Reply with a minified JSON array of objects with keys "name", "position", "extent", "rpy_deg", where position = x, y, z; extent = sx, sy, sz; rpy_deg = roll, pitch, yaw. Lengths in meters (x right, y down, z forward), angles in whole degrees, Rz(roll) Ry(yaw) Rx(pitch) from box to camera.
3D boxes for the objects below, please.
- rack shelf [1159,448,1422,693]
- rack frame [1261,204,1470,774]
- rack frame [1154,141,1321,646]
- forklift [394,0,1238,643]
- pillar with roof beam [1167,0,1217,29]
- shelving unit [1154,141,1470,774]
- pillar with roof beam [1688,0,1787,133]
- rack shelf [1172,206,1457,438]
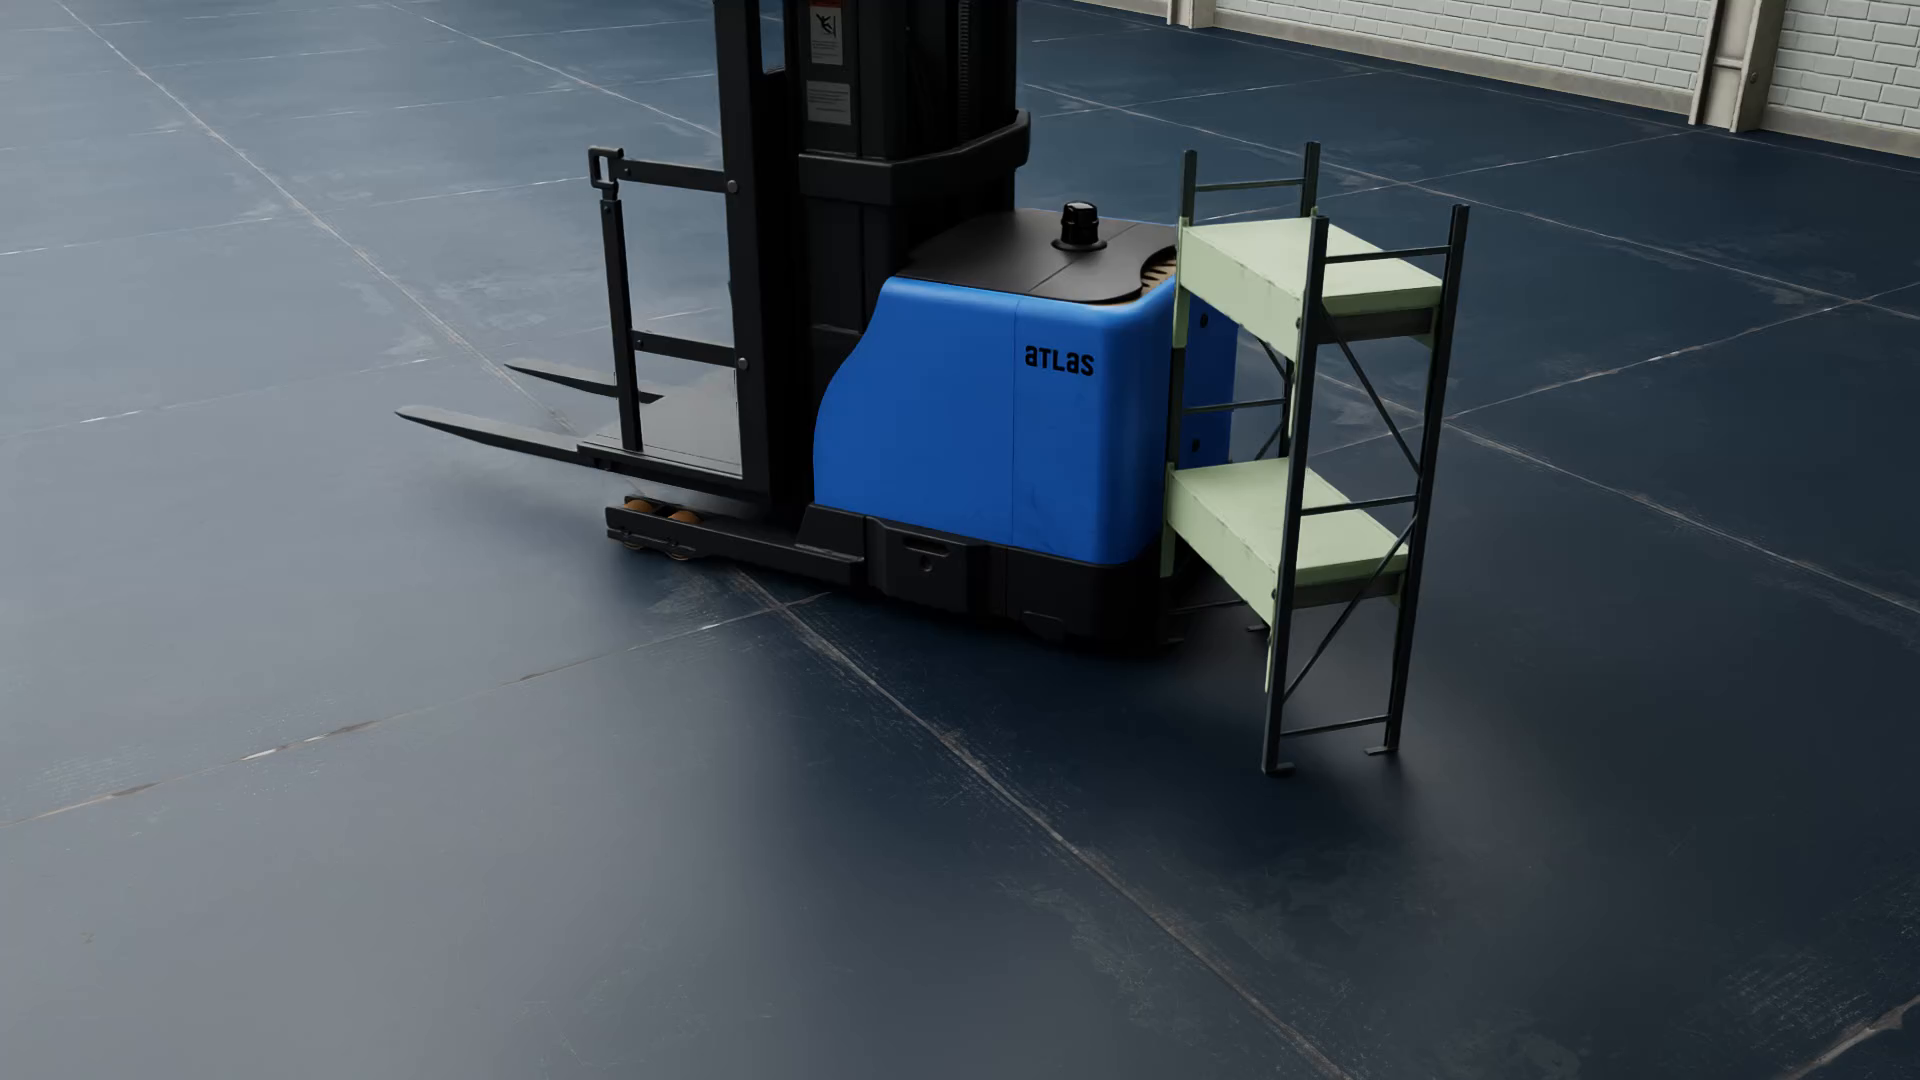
[{"name":"rack shelf","position":[0.894,0.061,4.627],"extent":[0.431,0.370,0.720],"rpy_deg":[-7,26,-15]},{"name":"rack frame","position":[1.000,-0.084,4.171],"extent":[0.400,1.500,0.023],"rpy_deg":[-7,26,-15]},{"name":"rack frame","position":[0.789,-0.383,4.805],"extent":[0.400,1.500,0.023],"rpy_deg":[-7,26,-15]},{"name":"forklift","position":[-0.631,-1.441,5.369],"extent":[3.031,2.935,1.130],"rpy_deg":[12,28,24]},{"name":"pillar with roof beam","position":[-1.286,-8.245,12.675],"extent":[9.100,9.000,0.400],"rpy_deg":[-16,29,-30]},{"name":"shelving unit","position":[0.894,-0.234,4.488],"extent":[0.431,1.500,0.755],"rpy_deg":[-7,26,-15]},{"name":"pillar with roof beam","position":[1.990,-6.099,8.129],"extent":[9.100,9.000,0.400],"rpy_deg":[-16,29,-30]},{"name":"rack shelf","position":[0.894,-0.587,4.322],"extent":[0.431,0.370,0.720],"rpy_deg":[-7,26,-15]}]
